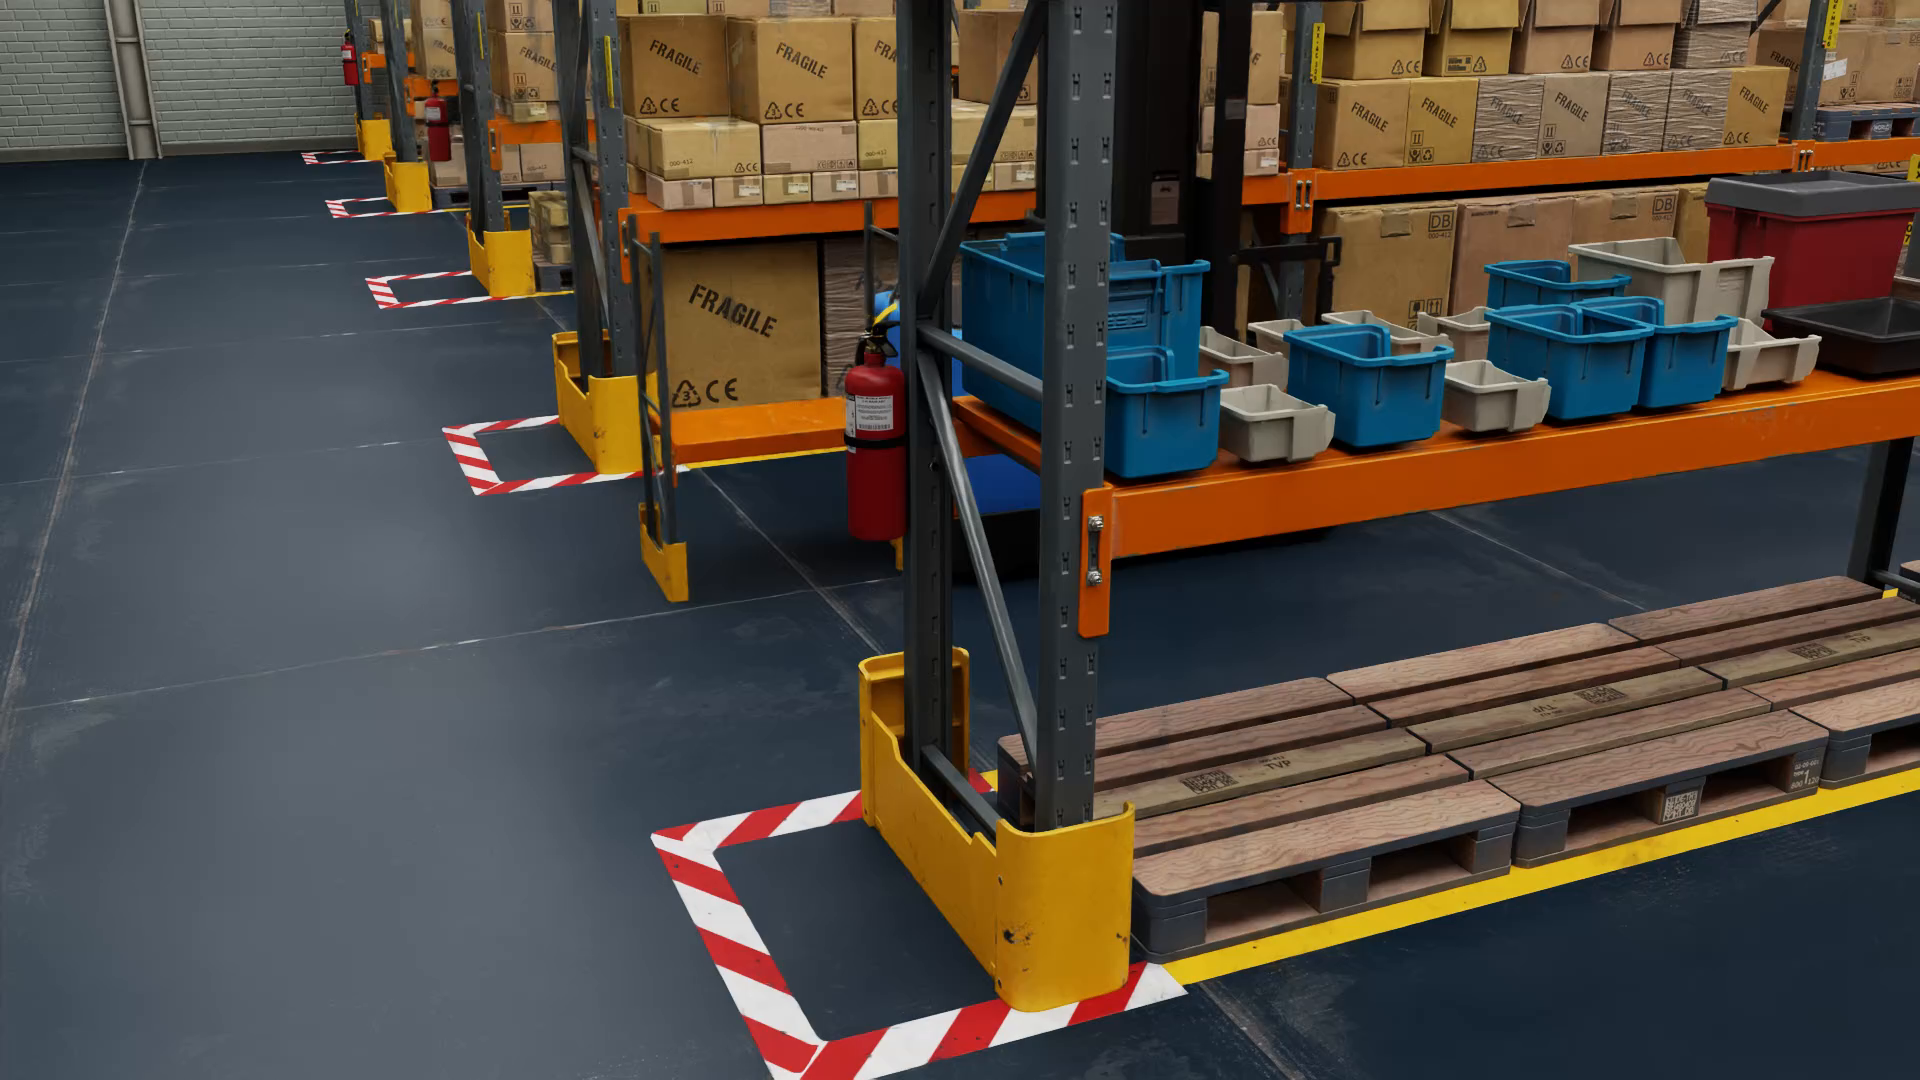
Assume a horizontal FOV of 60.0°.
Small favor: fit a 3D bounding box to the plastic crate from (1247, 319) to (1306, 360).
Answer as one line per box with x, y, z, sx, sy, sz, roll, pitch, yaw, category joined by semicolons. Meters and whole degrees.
1.032;-0.533;4.826;0.243;0.136;0.396;-8;21;-22;plastic crate

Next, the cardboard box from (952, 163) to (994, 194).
-0.010;-1.974;8.989;0.250;0.149;0.380;-9;21;-23;cardboard box

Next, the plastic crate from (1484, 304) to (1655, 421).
1.650;-0.487;4.552;0.300;0.233;0.416;-8;21;-22;plastic crate

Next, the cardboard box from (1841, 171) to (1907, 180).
6.554;-2.548;12.214;0.500;0.250;0.500;-6;20;-16;cardboard box

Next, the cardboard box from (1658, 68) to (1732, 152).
4.652;-2.839;10.917;0.500;0.500;0.500;-8;21;-22;cardboard box

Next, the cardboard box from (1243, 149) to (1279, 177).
1.644;-2.211;9.663;0.250;0.149;0.380;-8;21;-22;cardboard box

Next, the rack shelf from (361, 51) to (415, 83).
-5.937;-6.402;22.272;4.000;0.370;1.077;-8;21;-22;rack shelf

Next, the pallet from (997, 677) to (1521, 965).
0.856;0.786;4.972;1.213;0.211;1.003;-8;21;-22;pallet

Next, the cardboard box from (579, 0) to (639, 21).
-2.772;-4.175;12.758;0.500;0.500;0.500;-8;21;-20;cardboard box

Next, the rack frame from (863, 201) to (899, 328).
-0.310;-0.669;7.164;0.032;1.500;0.500;-8;21;-20;rack frame

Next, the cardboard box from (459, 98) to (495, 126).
-6.374;-5.650;22.183;0.500;0.500;0.700;-7;21;-20;cardboard box

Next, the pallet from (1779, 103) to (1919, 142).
6.080;-3.031;11.904;1.003;0.211;1.213;-8;21;-22;pallet

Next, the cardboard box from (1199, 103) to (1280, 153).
1.493;-2.401;9.602;0.500;0.250;0.500;-9;21;-23;cardboard box

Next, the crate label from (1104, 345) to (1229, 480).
0.441;-0.314;4.060;0.303;0.233;0.416;-8;21;-22;crate label

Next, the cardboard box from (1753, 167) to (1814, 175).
8.700;-4.425;18.139;0.875;0.875;0.875;-8;21;-22;cardboard box

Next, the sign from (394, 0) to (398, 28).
-5.589;-5.241;16.468;0.005;0.325;0.100;-8;21;-22;sign

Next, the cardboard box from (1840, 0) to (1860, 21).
9.113;-5.875;17.839;0.500;0.550;0.875;-8;21;-22;cardboard box

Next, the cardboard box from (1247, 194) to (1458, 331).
2.374;-1.756;10.558;0.875;0.875;1.225;-8;21;-22;cardboard box

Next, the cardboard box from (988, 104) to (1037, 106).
0.327;-2.423;9.666;0.500;0.250;0.500;-8;21;-21;cardboard box

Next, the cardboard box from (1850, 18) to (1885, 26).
9.558;-5.468;18.308;0.550;0.550;0.875;-8;21;-22;cardboard box

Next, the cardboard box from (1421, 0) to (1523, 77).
3.013;-3.163;10.328;0.637;0.503;0.797;-8;21;-21;cardboard box

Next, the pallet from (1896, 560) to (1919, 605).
4.481;0.267;6.445;1.213;0.211;1.003;-8;21;-22;pallet

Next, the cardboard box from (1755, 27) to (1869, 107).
5.947;-3.324;11.663;0.500;0.500;0.500;-11;22;-29;cardboard box

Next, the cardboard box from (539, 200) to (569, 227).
-3.134;-2.568;13.064;0.250;0.149;0.380;-9;21;-24;cardboard box

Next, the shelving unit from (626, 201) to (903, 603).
-0.791;-0.606;6.984;1.083;1.500;0.587;-8;21;-20;shelving unit

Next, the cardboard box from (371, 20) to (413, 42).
-7.250;-6.526;21.317;0.500;0.250;0.500;-8;21;-22;cardboard box

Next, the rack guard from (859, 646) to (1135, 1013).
0.067;0.753;4.630;0.348;0.500;1.175;-8;21;-22;rack guard

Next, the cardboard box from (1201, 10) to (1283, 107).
1.478;-2.751;9.467;0.500;0.500;0.500;-8;21;-20;cardboard box

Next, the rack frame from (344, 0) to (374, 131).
-7.773;-6.478;21.405;0.127;3.000;1.000;-8;21;-22;rack frame

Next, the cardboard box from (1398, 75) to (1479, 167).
2.777;-2.567;10.146;0.500;0.500;0.500;-8;21;-22;cardboard box

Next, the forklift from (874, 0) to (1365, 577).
1.147;-1.515;7.413;3.031;2.935;1.130;-8;21;-20;forklift

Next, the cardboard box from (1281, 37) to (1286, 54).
2.837;-4.466;14.989;0.250;0.149;0.380;-8;21;-21;cardboard box

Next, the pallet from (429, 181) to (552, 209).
-5.100;-3.779;17.937;1.213;0.211;1.003;-8;21;-22;pallet

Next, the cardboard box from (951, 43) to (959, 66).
-0.208;-5.592;19.114;0.500;0.250;0.500;-9;21;-23;cardboard box

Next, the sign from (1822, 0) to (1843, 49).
5.690;-3.373;10.842;0.005;0.325;0.100;-8;21;-22;sign

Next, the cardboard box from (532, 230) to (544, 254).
-3.349;-2.455;13.639;0.250;0.149;0.380;-8;21;-21;cardboard box

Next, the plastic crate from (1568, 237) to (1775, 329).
2.281;-0.787;5.328;0.530;0.282;0.437;-8;21;-22;plastic crate

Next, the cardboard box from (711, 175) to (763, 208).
-1.187;-1.805;8.510;0.250;0.149;0.380;-8;21;-23;cardboard box

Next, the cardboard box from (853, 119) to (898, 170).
-0.393;-2.129;8.830;0.500;0.250;0.500;-9;21;-24;cardboard box

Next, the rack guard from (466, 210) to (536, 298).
-3.680;-2.300;13.301;0.348;0.500;1.175;-8;21;-22;rack guard

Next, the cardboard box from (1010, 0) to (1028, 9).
0.703;-6.319;19.295;0.500;0.500;0.500;-8;21;-21;cardboard box

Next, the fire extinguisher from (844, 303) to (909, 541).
-0.235;-0.339;4.647;0.183;0.674;0.296;-8;21;-22;fire extinguisher

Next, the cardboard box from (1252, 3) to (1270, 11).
3.470;-6.598;20.513;0.500;0.500;0.500;-9;21;-24;cardboard box

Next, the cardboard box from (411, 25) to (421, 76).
-5.466;-5.157;17.500;0.500;0.500;0.500;-8;21;-22;cardboard box

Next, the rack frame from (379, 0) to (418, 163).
-5.804;-4.965;17.107;0.127;3.000;1.000;-8;21;-22;rack frame

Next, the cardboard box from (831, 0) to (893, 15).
-0.874;-4.440;13.513;0.500;0.500;0.500;-9;21;-24;cardboard box

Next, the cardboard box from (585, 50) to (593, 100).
-2.747;-3.710;12.942;0.500;0.500;0.500;-8;21;-22;cardboard box

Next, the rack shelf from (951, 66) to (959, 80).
-0.294;-5.415;19.469;4.000;0.370;1.077;-8;21;-22;rack shelf

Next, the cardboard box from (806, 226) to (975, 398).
-0.487;-1.367;9.456;0.875;0.875;0.875;-8;21;-22;cardboard box
